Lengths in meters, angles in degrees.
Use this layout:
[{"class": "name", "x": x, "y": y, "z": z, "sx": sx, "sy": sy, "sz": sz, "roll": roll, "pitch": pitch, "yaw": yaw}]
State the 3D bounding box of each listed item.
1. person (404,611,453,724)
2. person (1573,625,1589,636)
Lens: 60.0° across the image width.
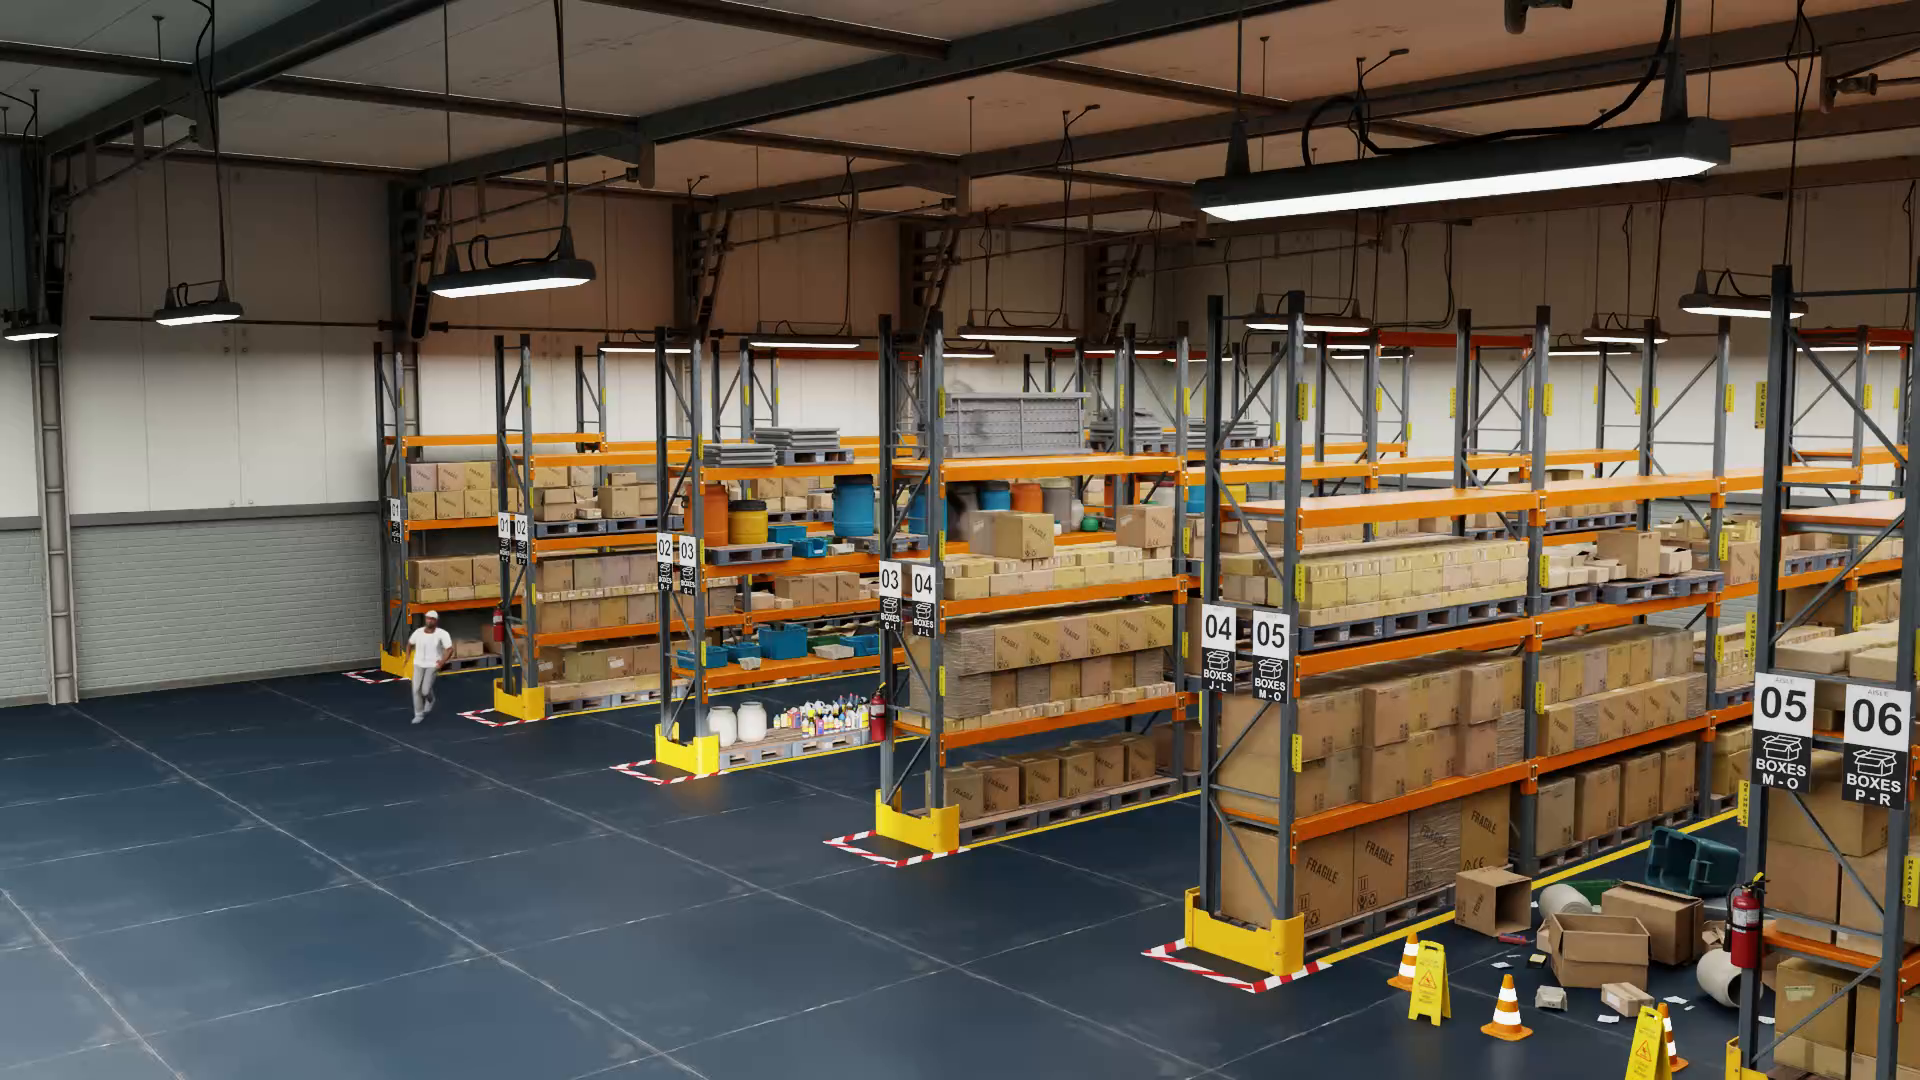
[{"class": "person", "x": -8.290, "y": 1.962, "z": 25.876, "sx": 0.749, "sy": 1.731, "sz": 0.651, "roll": 0, "pitch": 5, "yaw": 4}, {"class": "person", "x": 9.193, "y": 2.045, "z": 24.786, "sx": 0.607, "sy": 1.684, "sz": 0.925, "roll": 5, "pitch": 7, "yaw": 44}]
